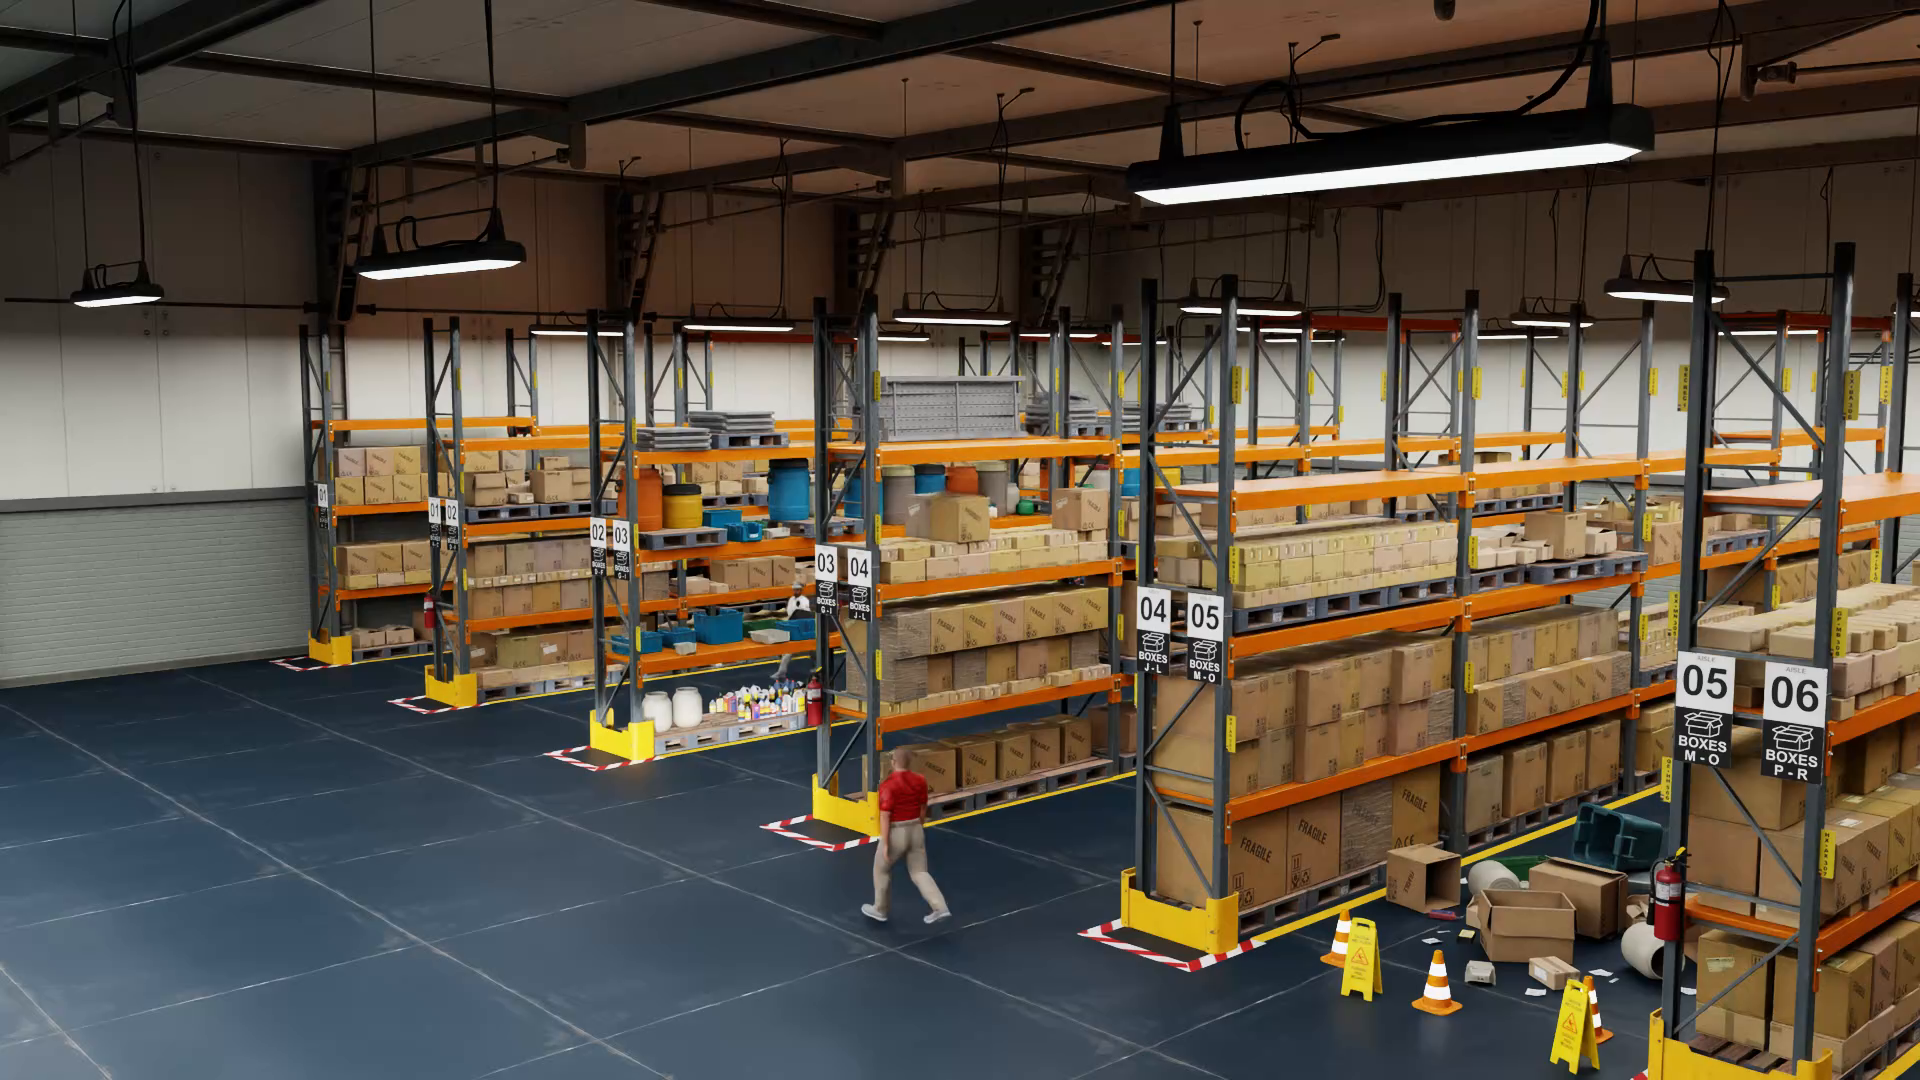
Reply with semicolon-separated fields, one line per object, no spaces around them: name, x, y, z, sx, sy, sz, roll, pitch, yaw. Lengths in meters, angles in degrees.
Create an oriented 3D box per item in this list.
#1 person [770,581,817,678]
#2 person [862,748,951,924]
person;-2.759;1.495;28.115;0.546;1.620;1.058;4;7;38
person;-0.524;2.760;15.463;0.538;1.680;1.019;-5;8;-41
